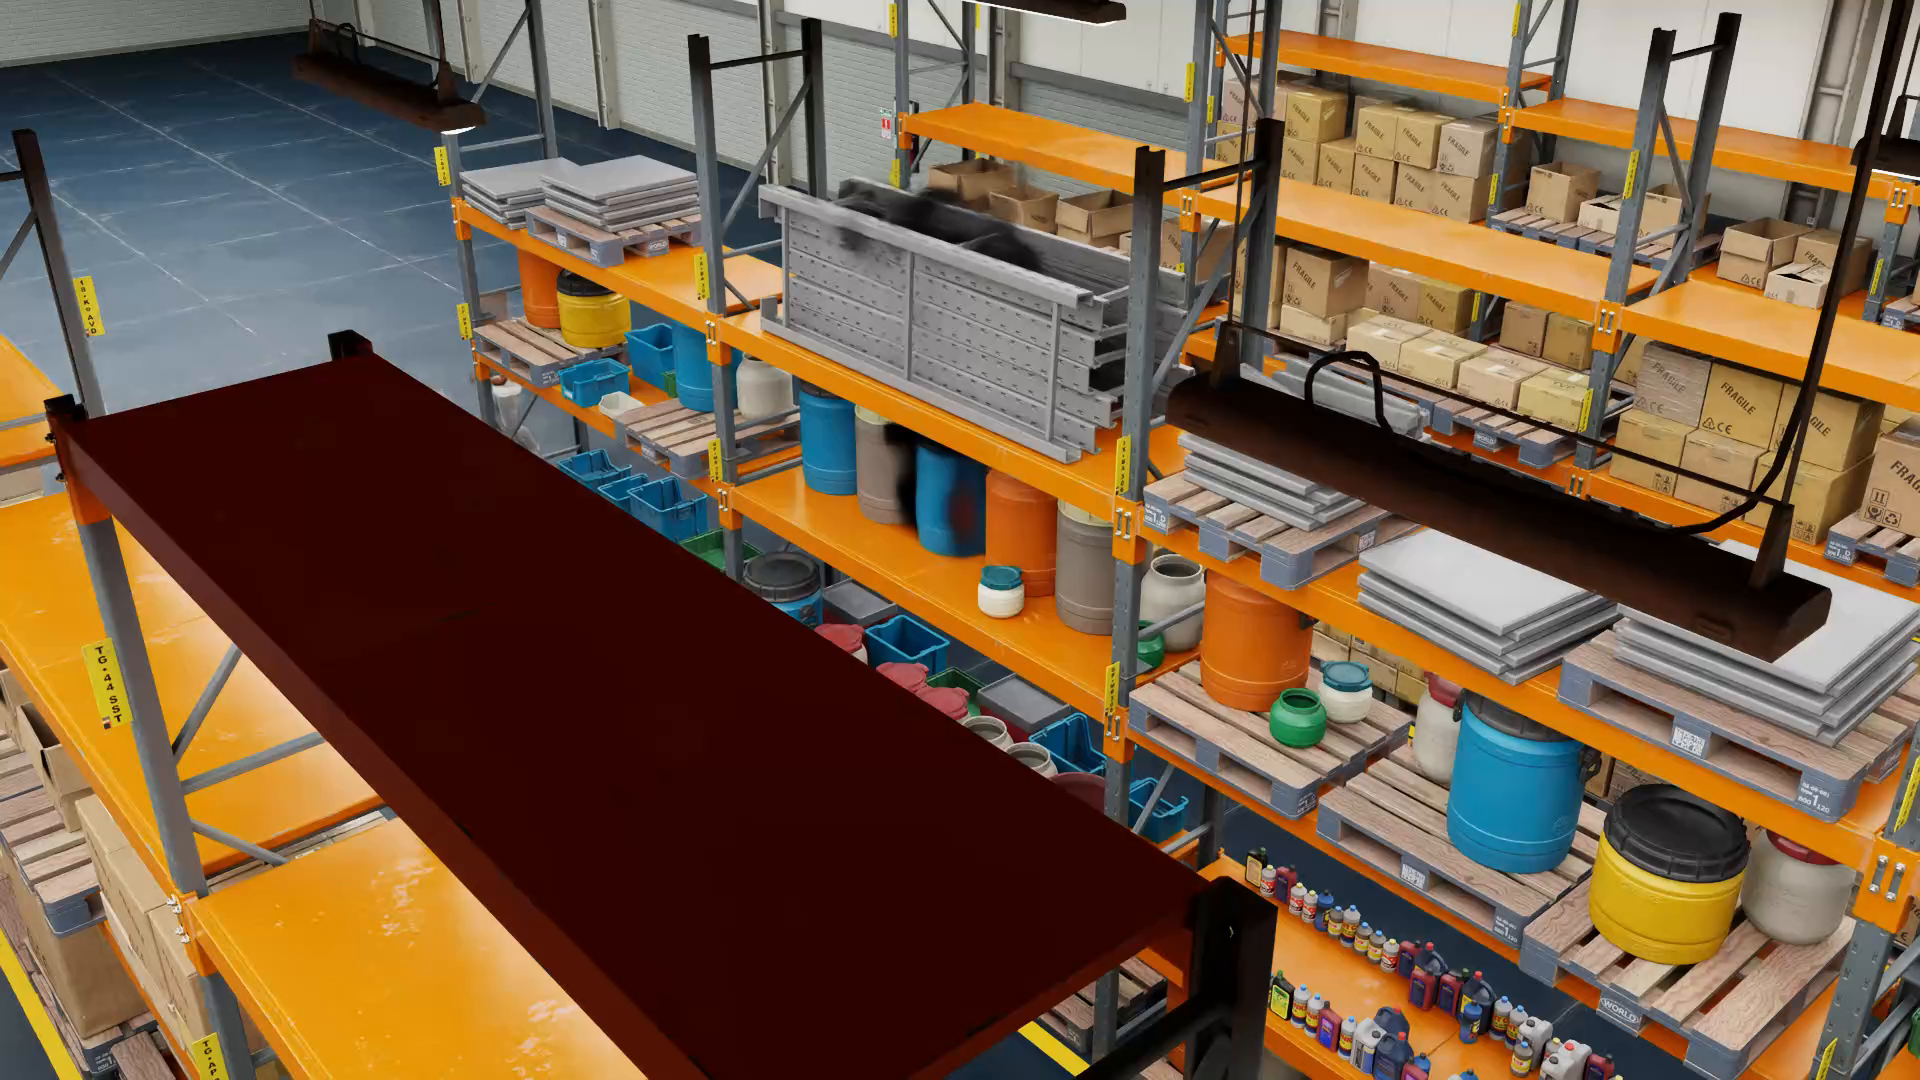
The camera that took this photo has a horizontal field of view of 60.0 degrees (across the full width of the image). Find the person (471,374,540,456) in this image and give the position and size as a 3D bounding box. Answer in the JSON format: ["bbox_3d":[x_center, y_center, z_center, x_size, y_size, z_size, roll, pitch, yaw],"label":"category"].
[{"bbox_3d":[-5.221,-1.708,18.987,0.667,1.739,0.686,-8,28,-15],"label":"person"}]
